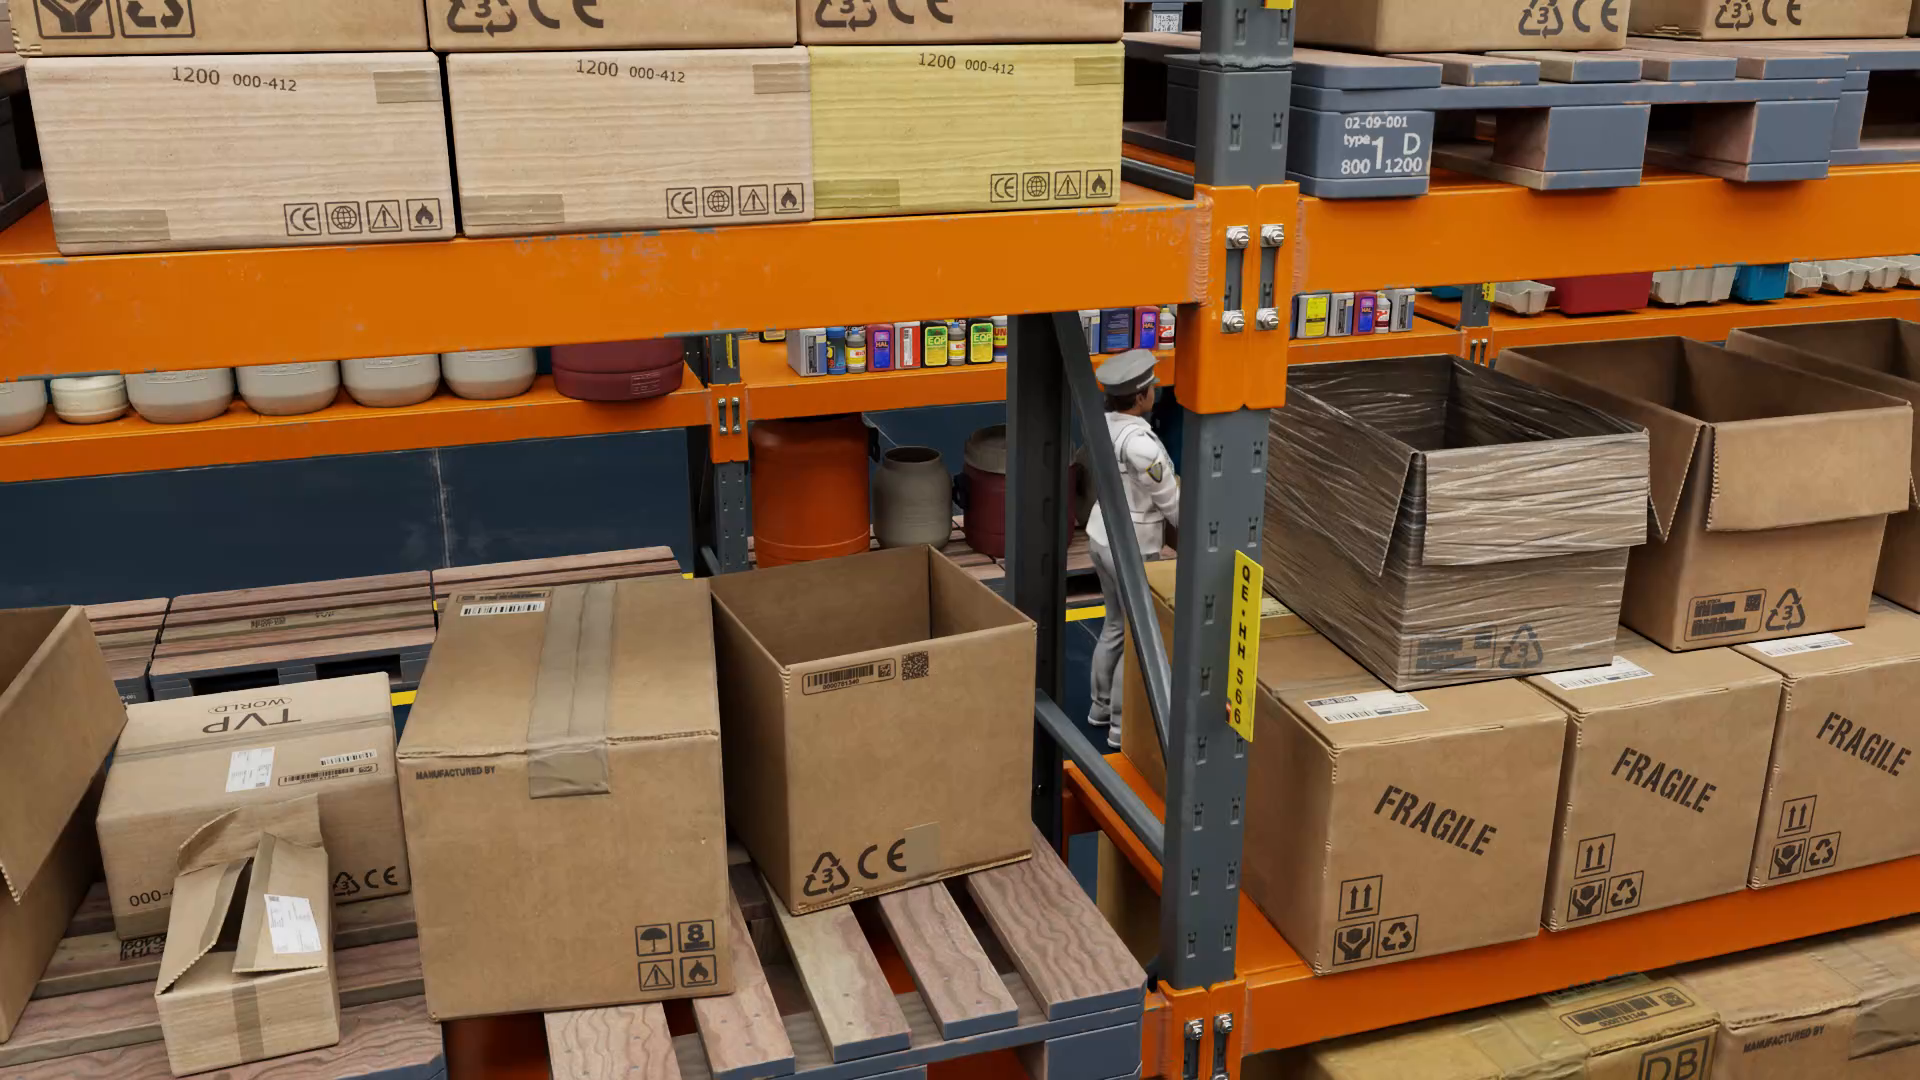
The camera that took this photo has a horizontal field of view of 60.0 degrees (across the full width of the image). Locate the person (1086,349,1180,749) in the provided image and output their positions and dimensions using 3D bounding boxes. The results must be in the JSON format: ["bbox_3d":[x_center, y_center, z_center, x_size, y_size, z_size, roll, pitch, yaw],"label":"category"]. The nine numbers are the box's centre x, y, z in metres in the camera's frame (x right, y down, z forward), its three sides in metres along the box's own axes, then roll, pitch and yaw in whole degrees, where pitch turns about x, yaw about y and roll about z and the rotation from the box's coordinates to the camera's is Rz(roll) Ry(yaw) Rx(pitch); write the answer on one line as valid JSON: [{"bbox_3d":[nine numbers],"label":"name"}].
[{"bbox_3d":[0.789,0.032,6.948,0.515,1.691,0.434,-7,20,-18],"label":"person"}]
